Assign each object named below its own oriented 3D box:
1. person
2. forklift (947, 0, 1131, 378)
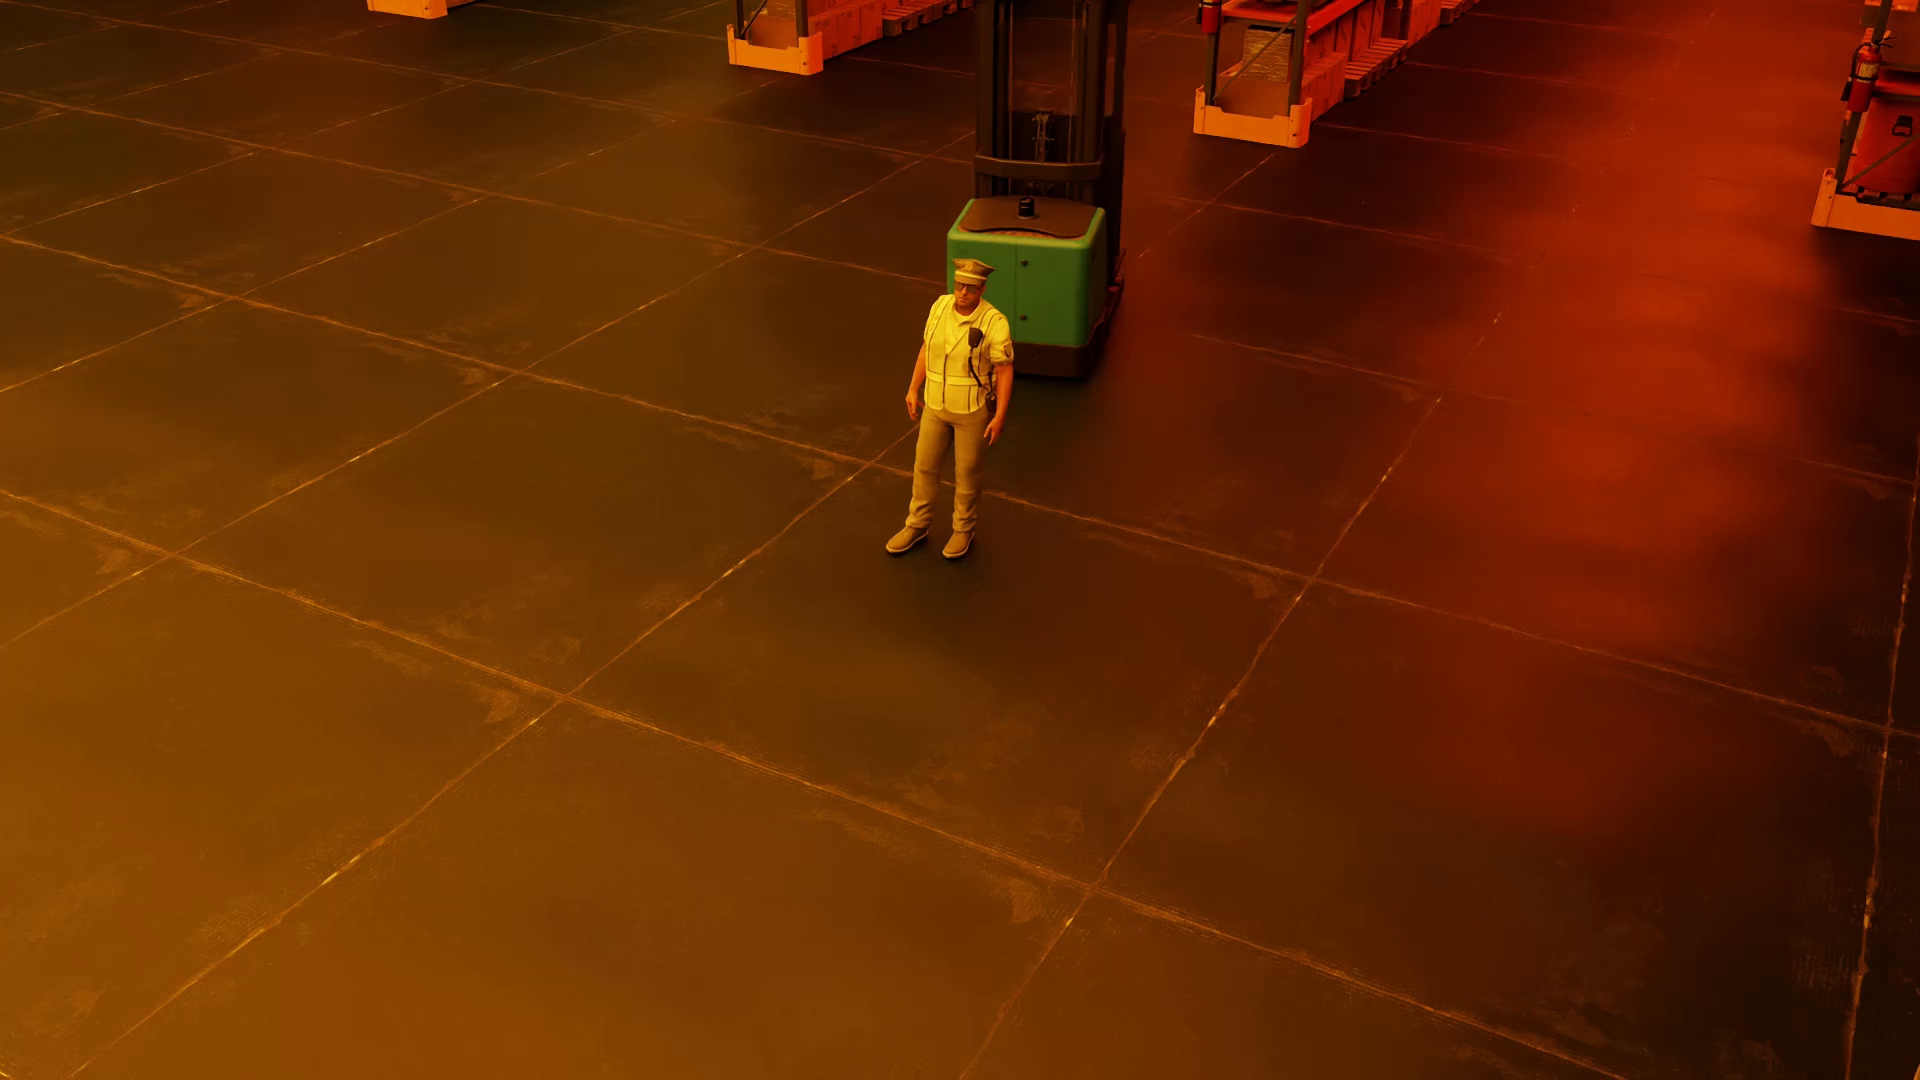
[{"bbox_3d":[-0.048,-0.747,9.499,0.641,1.780,0.574,15,33,25],"label":"person"},{"bbox_3d":[0.706,-3.147,12.523,1.130,2.935,3.031,6,31,11],"label":"forklift"}]
